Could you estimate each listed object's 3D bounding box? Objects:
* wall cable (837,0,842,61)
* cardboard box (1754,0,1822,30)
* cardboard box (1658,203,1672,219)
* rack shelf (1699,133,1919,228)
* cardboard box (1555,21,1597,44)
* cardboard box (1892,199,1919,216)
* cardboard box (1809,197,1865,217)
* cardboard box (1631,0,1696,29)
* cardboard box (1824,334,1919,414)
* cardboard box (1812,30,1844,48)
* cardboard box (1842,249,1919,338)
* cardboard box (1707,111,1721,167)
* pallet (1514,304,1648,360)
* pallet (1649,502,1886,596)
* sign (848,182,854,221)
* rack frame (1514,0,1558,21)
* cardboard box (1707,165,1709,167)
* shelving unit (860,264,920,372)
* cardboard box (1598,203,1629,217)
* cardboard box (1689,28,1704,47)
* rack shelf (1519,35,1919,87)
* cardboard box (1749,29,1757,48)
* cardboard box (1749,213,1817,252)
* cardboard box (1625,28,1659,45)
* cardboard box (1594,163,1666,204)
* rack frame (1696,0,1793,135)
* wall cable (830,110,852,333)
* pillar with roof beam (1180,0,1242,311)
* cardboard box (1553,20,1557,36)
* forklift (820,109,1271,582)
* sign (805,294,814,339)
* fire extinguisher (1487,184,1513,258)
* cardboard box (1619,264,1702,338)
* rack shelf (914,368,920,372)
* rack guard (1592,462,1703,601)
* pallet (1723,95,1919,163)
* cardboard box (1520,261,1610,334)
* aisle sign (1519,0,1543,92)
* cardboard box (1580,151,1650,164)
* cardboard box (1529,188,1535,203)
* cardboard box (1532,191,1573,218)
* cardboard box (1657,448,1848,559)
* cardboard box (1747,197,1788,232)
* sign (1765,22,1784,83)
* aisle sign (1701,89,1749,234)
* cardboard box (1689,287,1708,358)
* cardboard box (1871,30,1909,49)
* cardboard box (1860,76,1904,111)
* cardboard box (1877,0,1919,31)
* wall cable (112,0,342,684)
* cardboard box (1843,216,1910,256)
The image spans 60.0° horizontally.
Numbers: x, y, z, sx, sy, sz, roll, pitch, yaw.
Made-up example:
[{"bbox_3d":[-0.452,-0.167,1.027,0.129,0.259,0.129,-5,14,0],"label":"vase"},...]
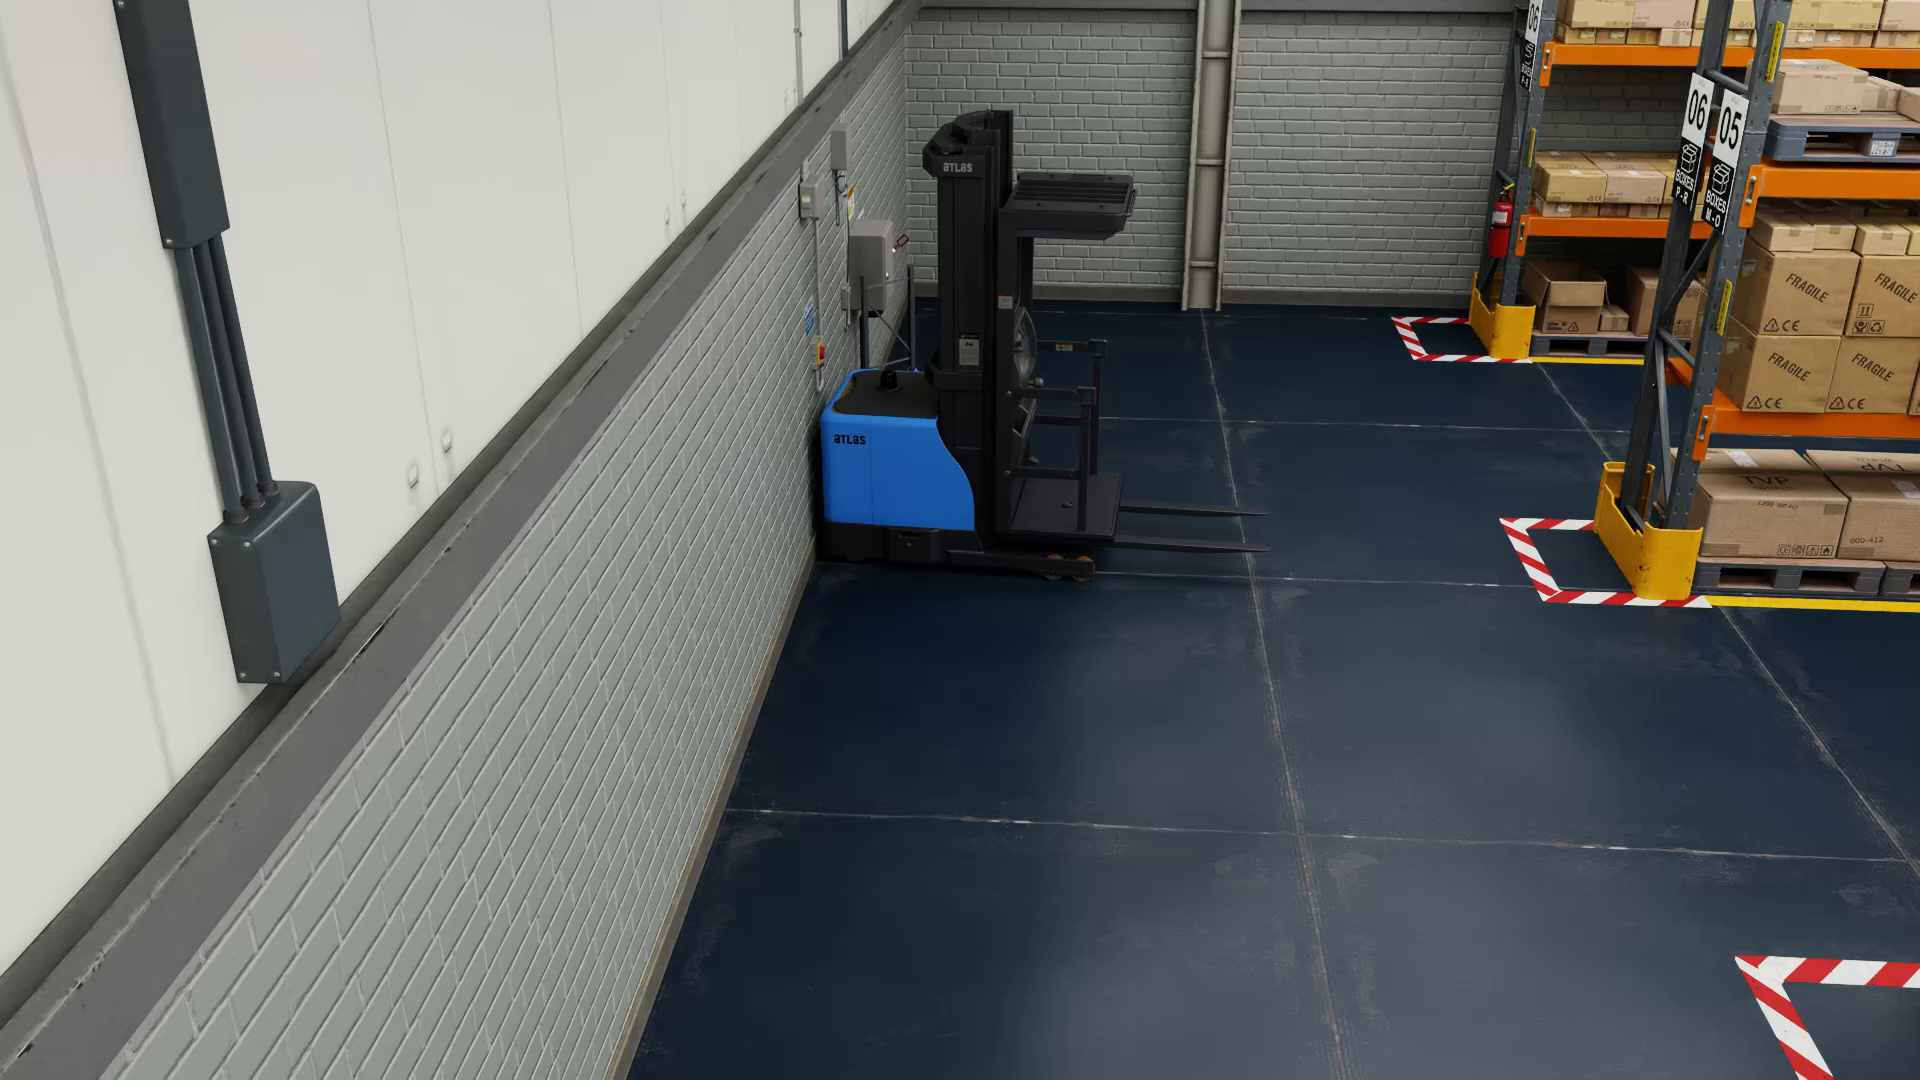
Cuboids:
[{"bbox_3d":[-0.947,-4.315,10.362,0.029,3.000,2.355,2,25,4],"label":"wall cable"},{"bbox_3d":[7.019,-4.546,14.276,0.500,0.250,0.500,1,25,3],"label":"cardboard box"},{"bbox_3d":[6.404,-3.019,15.023,0.250,0.149,0.380,2,25,5],"label":"cardboard box"},{"bbox_3d":[6.680,-2.184,10.179,4.000,0.370,1.077,2,25,4],"label":"rack shelf"},{"bbox_3d":[5.362,-4.422,14.484,0.250,0.149,0.380,2,25,5],"label":"cardboard box"},{"bbox_3d":[6.081,-2.044,10.511,0.250,0.149,0.380,2,25,4],"label":"cardboard box"},{"bbox_3d":[5.578,-2.107,10.648,0.250,0.149,0.380,2,25,3],"label":"cardboard box"},{"bbox_3d":[5.992,-4.575,14.338,0.500,0.250,0.500,2,25,5],"label":"cardboard box"},{"bbox_3d":[5.649,-1.118,10.471,0.500,0.500,0.500,1,25,3],"label":"cardboard box"},{"bbox_3d":[7.398,-4.347,14.321,0.250,0.149,0.380,2,25,5],"label":"cardboard box"},{"bbox_3d":[5.659,-1.564,10.244,0.500,0.500,0.500,1,25,3],"label":"cardboard box"},{"bbox_3d":[6.990,-3.514,14.724,0.500,0.500,0.500,2,25,5],"label":"cardboard box"},{"bbox_3d":[5.933,-1.986,15.814,1.213,0.211,1.003,2,25,4],"label":"pallet"},{"bbox_3d":[5.489,0.048,11.393,1.213,0.211,1.003,2,25,4],"label":"pallet"},{"bbox_3d":[-0.842,-2.612,12.850,0.001,0.242,0.339,2,25,4],"label":"sign"},{"bbox_3d":[5.062,-6.006,14.037,0.127,3.000,1.000,2,25,4],"label":"rack frame"},{"bbox_3d":[7.014,-3.182,14.901,0.500,0.250,0.500,1,25,3],"label":"cardboard box"},{"bbox_3d":[-0.215,-1.211,12.587,0.538,1.500,1.048,-20,31,-37],"label":"shelving unit"},{"bbox_3d":[5.891,-3.059,15.110,0.250,0.149,0.380,2,25,3],"label":"cardboard box"},{"bbox_3d":[6.383,-4.353,14.334,0.250,0.149,0.380,2,25,4],"label":"cardboard box"},{"bbox_3d":[7.057,-4.252,14.675,4.000,0.370,1.077,2,25,4],"label":"rack shelf"},{"bbox_3d":[6.884,-4.333,14.289,0.250,0.149,0.380,2,25,4],"label":"cardboard box"},{"bbox_3d":[5.019,-1.879,10.154,0.250,0.149,0.380,2,25,5],"label":"cardboard box"},{"bbox_3d":[5.880,-4.409,14.456,0.250,0.149,0.380,2,25,4],"label":"cardboard box"},{"bbox_3d":[5.997,-3.205,14.950,0.500,0.250,0.500,2,25,5],"label":"cardboard box"},{"bbox_3d":[4.686,-3.937,9.541,0.127,3.000,1.000,2,25,4],"label":"rack frame"},{"bbox_3d":[-0.841,-2.435,12.239,0.122,1.984,0.588,2,25,4],"label":"wall cable"},{"bbox_3d":[2.113,-4.674,11.142,0.400,9.000,9.100,2,25,4],"label":"pillar with roof beam"},{"bbox_3d":[5.399,-4.615,14.904,0.250,0.149,0.380,2,25,5],"label":"cardboard box"},{"bbox_3d":[0.619,-1.292,11.052,3.031,2.935,1.130,4,25,8],"label":"forklift"},{"bbox_3d":[-1.003,-1.487,11.070,0.001,0.218,0.327,2,25,4],"label":"sign"},{"bbox_3d":[4.880,-2.888,14.977,0.183,0.674,0.296,2,25,4],"label":"fire extinguisher"},{"bbox_3d":[6.514,-2.233,15.503,0.500,0.500,0.700,3,25,6],"label":"cardboard box"},{"bbox_3d":[-0.215,-1.047,12.662,0.538,0.185,1.000,-20,31,-37],"label":"rack shelf"},{"bbox_3d":[4.662,-0.077,11.319,0.348,0.500,1.175,2,25,4],"label":"rack guard"},{"bbox_3d":[5.427,-2.515,10.144,1.213,0.211,1.003,2,25,4],"label":"pallet"},{"bbox_3d":[5.665,-2.278,15.597,0.637,0.503,0.797,1,25,2],"label":"cardboard box"},{"bbox_3d":[4.972,-4.341,14.487,0.004,0.787,0.394,2,25,4],"label":"aisle sign"},{"bbox_3d":[6.055,-3.427,15.432,0.500,0.250,0.500,2,25,4],"label":"cardboard box"},{"bbox_3d":[5.413,-3.268,15.564,0.250,0.149,0.380,2,25,3],"label":"cardboard box"},{"bbox_3d":[5.369,-3.042,15.072,0.250,0.149,0.380,2,25,4],"label":"cardboard box"},{"bbox_3d":[5.352,-0.259,11.287,0.875,0.438,0.875,1,25,2],"label":"cardboard box"},{"bbox_3d":[5.059,-2.078,10.586,0.250,0.149,0.380,2,25,5],"label":"cardboard box"},{"bbox_3d":[4.638,-2.776,9.466,0.005,0.325,0.100,2,25,4],"label":"sign"},{"bbox_3d":[4.592,-2.274,9.994,0.004,0.787,0.394,2,25,4],"label":"aisle sign"},{"bbox_3d":[5.187,-1.352,10.980,0.500,0.500,0.500,2,25,4],"label":"cardboard box"},{"bbox_3d":[7.914,-4.321,14.264,0.250,0.149,0.380,2,25,4],"label":"cardboard box"},{"bbox_3d":[5.566,-2.740,10.205,0.250,0.149,0.380,0,25,0],"label":"cardboard box"},{"bbox_3d":[8.031,-4.506,14.189,0.500,0.250,0.500,1,25,2],"label":"cardboard box"},{"bbox_3d":[-1.447,-2.886,3.407,0.120,5.999,2.277,2,25,4],"label":"wall cable"},{"bbox_3d":[5.536,-1.844,10.078,0.250,0.149,0.380,3,25,6],"label":"cardboard box"}]
